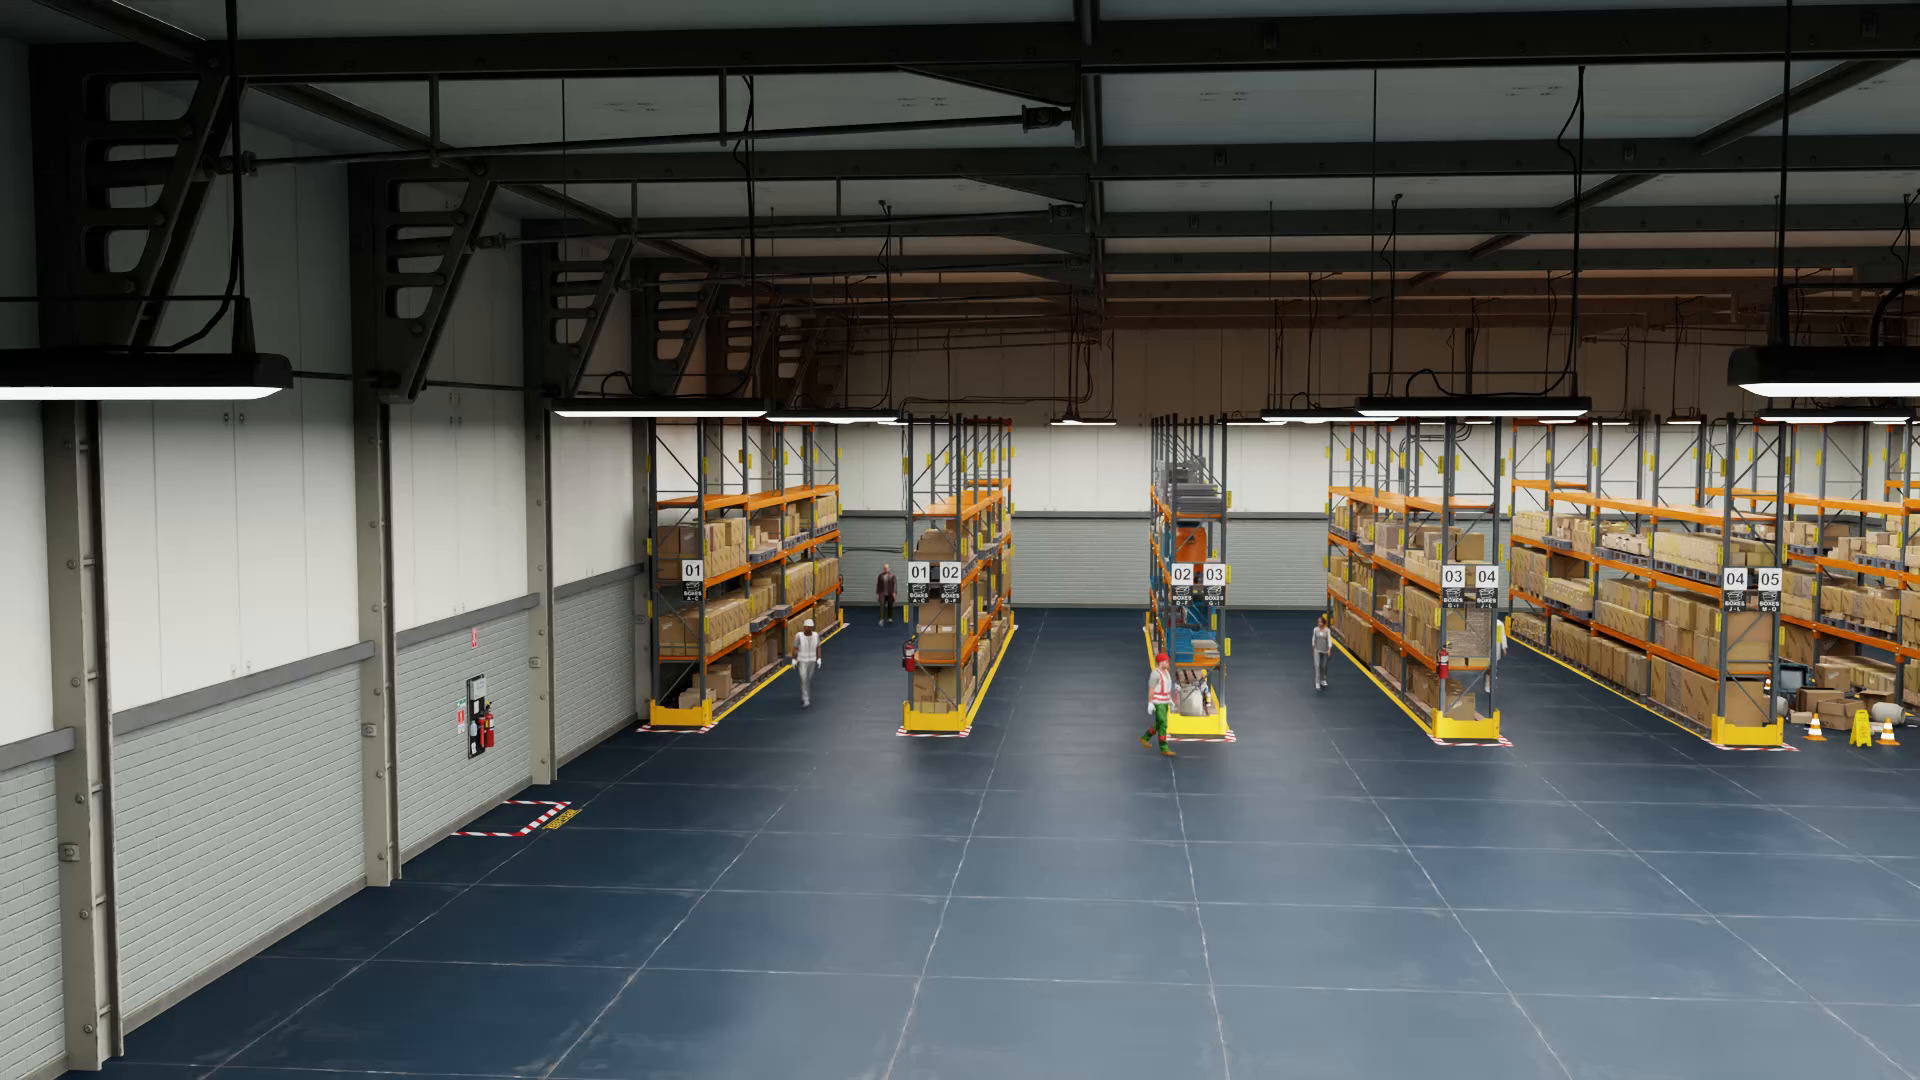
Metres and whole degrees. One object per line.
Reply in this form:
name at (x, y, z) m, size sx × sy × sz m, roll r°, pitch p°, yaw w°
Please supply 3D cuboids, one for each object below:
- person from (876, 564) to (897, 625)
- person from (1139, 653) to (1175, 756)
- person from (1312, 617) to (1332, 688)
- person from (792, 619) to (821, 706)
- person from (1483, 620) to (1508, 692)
person at (-2.159, 1.574, 48.456) m, size 0.664 × 1.718 × 1.103 m, roll 0°, pitch 4°, yaw 6°
person at (3.491, 2.868, 29.269) m, size 0.816 × 1.778 × 0.593 m, roll 2°, pitch 4°, yaw 31°
person at (7.955, 2.474, 36.547) m, size 0.433 × 1.537 × 0.903 m, roll 1°, pitch 4°, yaw 14°
person at (-3.153, 2.505, 34.486) m, size 0.576 × 1.736 × 0.944 m, roll -2°, pitch 4°, yaw -31°
person at (11.615, 2.406, 36.348) m, size 0.632 × 1.825 × 0.676 m, roll 0°, pitch 4°, yaw 3°
